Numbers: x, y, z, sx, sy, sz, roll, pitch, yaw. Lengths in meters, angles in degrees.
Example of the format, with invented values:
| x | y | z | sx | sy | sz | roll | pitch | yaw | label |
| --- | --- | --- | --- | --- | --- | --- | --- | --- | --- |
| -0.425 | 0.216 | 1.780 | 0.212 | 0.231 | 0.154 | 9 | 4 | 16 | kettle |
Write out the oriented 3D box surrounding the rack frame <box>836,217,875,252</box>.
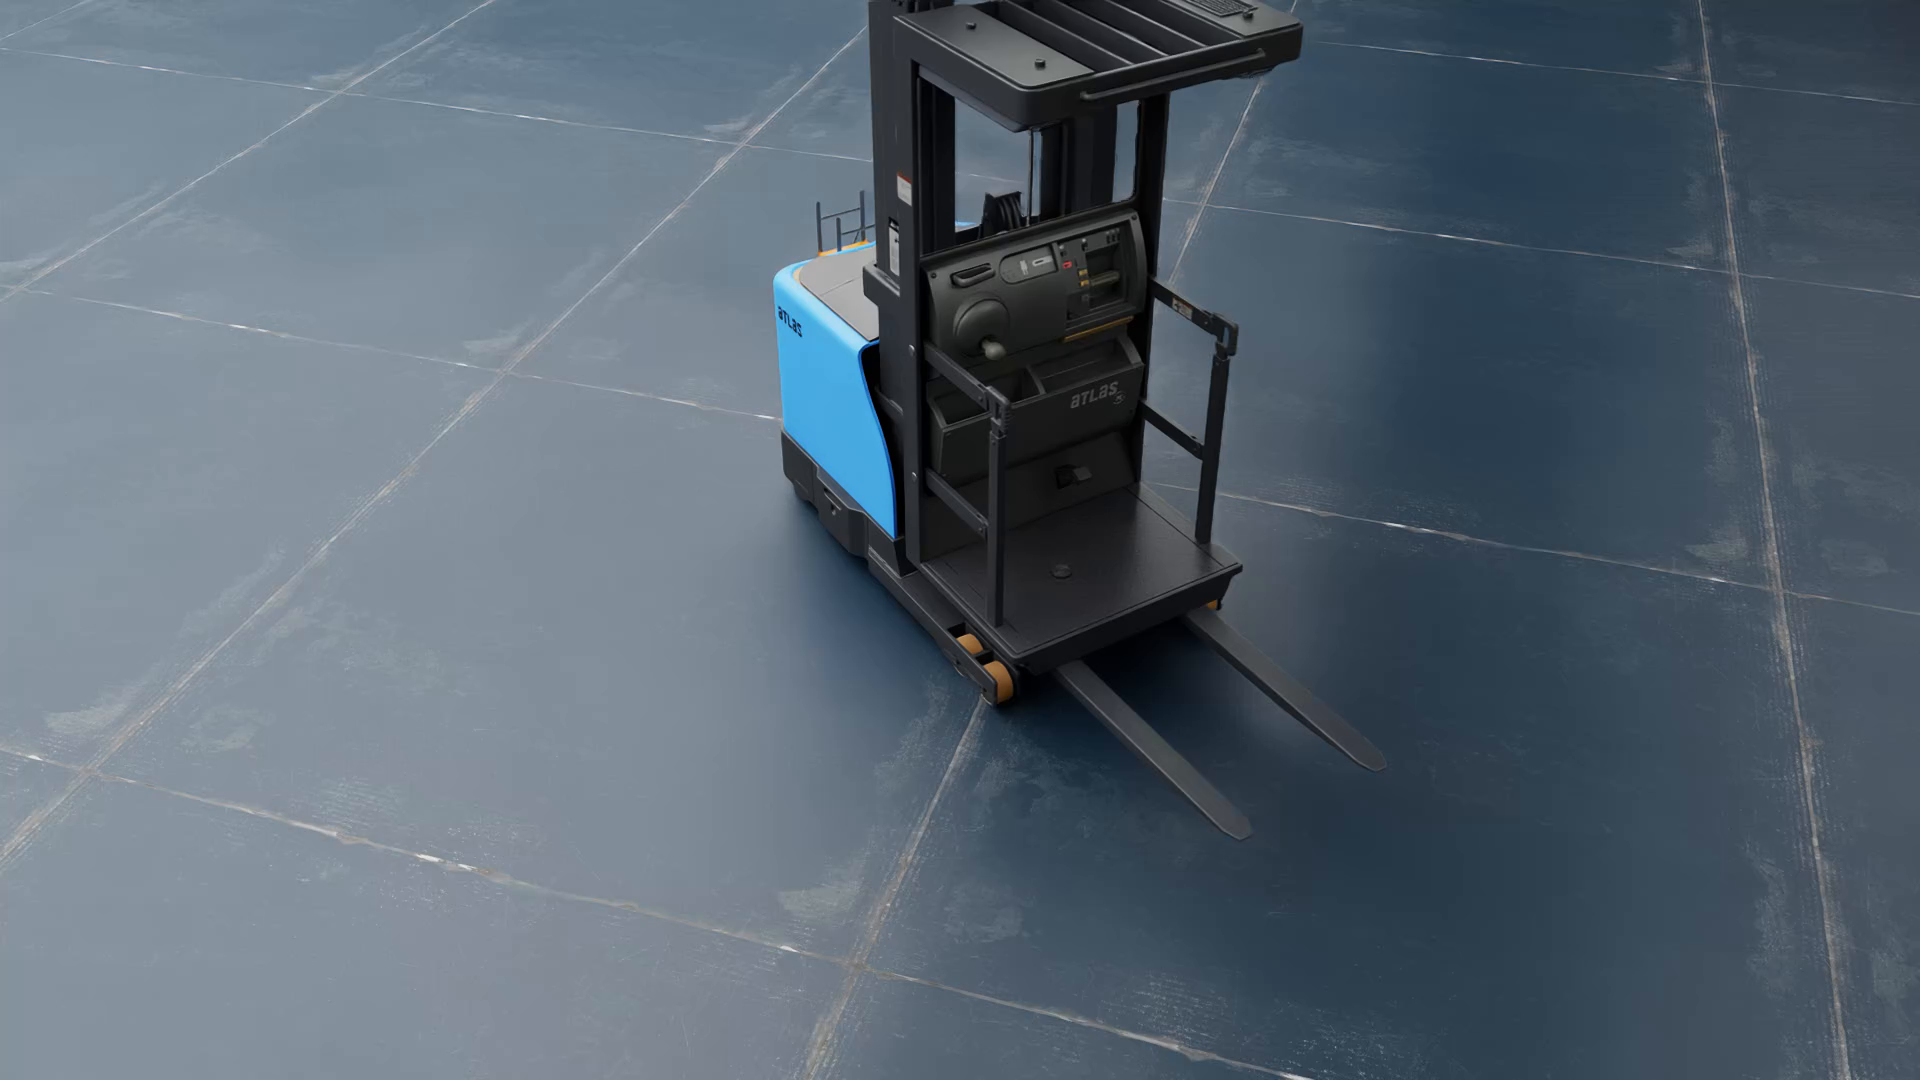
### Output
| x | y | z | sx | sy | sz | roll | pitch | yaw | label |
| --- | --- | --- | --- | --- | --- | --- | --- | --- | --- |
| -0.428 | -0.926 | 7.496 | 0.240 | 1.200 | 0.006 | -20 | 41 | -25 | rack frame |

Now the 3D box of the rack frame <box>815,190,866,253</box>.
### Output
| x | y | z | sx | sy | sz | roll | pitch | yaw | label |
| --- | --- | --- | --- | --- | --- | --- | --- | --- | --- |
| -0.525 | -1.018 | 7.621 | 0.240 | 1.200 | 0.006 | -20 | 41 | -25 | rack frame |

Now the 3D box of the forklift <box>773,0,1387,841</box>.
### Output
| x | y | z | sx | sy | sz | roll | pitch | yaw | label |
| --- | --- | --- | --- | --- | --- | --- | --- | --- | --- |
| 0.407 | -0.868 | 5.956 | 1.130 | 2.935 | 3.031 | -20 | 41 | -25 | forklift |

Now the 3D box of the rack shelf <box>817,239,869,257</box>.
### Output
| x | y | z | sx | sy | sz | roll | pitch | yaw | label |
| --- | --- | --- | --- | --- | --- | --- | --- | --- | --- |
| -0.476 | -1.226 | 7.371 | 0.258 | 0.103 | 0.180 | -20 | 41 | -25 | rack shelf |

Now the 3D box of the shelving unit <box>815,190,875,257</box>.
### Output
| x | y | z | sx | sy | sz | roll | pitch | yaw | label |
| --- | --- | --- | --- | --- | --- | --- | --- | --- | --- |
| -0.476 | -0.972 | 7.558 | 0.258 | 1.200 | 0.189 | -20 | 41 | -25 | shelving unit |
